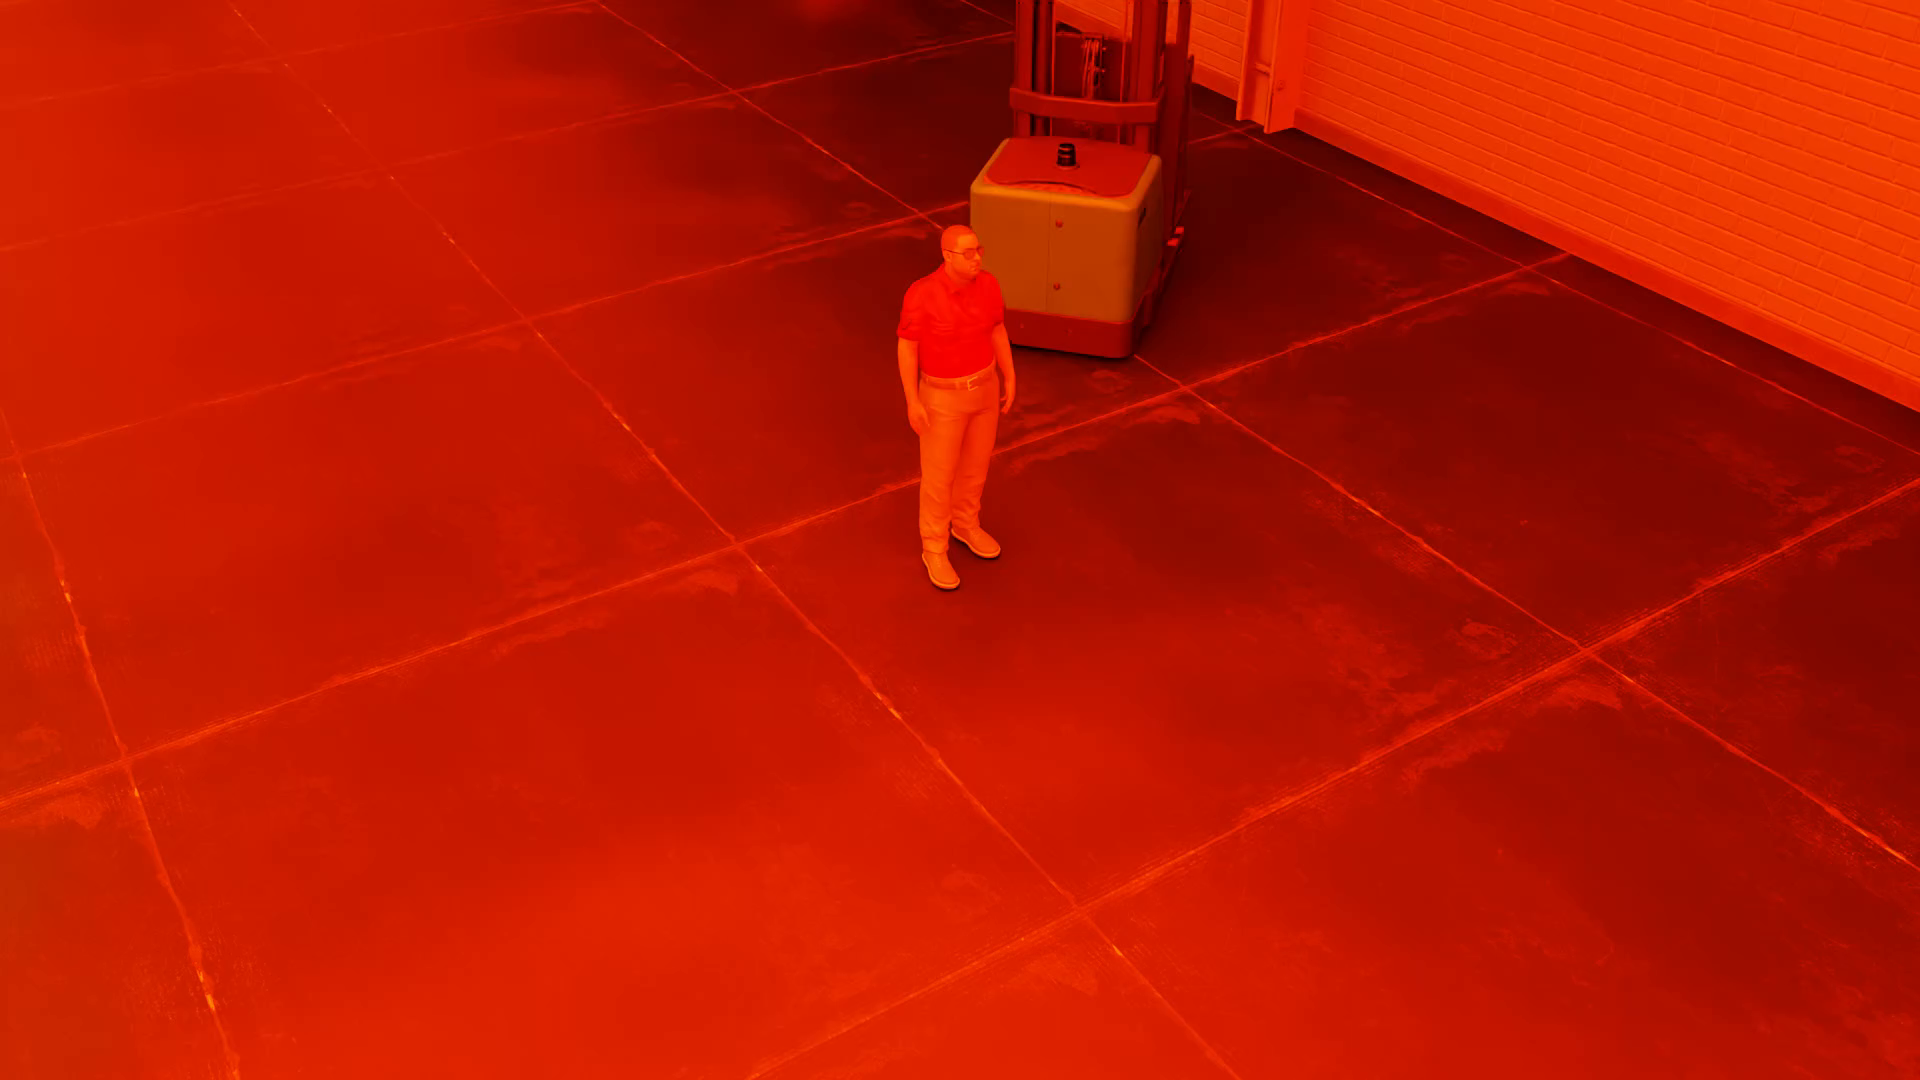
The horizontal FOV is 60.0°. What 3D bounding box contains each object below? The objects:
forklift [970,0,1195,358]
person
[{"bbox_3d":[0.952,-3.155,10.638,1.130,2.935,3.031,10,36,13],"label":"forklift"},{"bbox_3d":[0.040,-0.667,8.129,0.642,1.727,0.550,-21,40,-27],"label":"person"}]
